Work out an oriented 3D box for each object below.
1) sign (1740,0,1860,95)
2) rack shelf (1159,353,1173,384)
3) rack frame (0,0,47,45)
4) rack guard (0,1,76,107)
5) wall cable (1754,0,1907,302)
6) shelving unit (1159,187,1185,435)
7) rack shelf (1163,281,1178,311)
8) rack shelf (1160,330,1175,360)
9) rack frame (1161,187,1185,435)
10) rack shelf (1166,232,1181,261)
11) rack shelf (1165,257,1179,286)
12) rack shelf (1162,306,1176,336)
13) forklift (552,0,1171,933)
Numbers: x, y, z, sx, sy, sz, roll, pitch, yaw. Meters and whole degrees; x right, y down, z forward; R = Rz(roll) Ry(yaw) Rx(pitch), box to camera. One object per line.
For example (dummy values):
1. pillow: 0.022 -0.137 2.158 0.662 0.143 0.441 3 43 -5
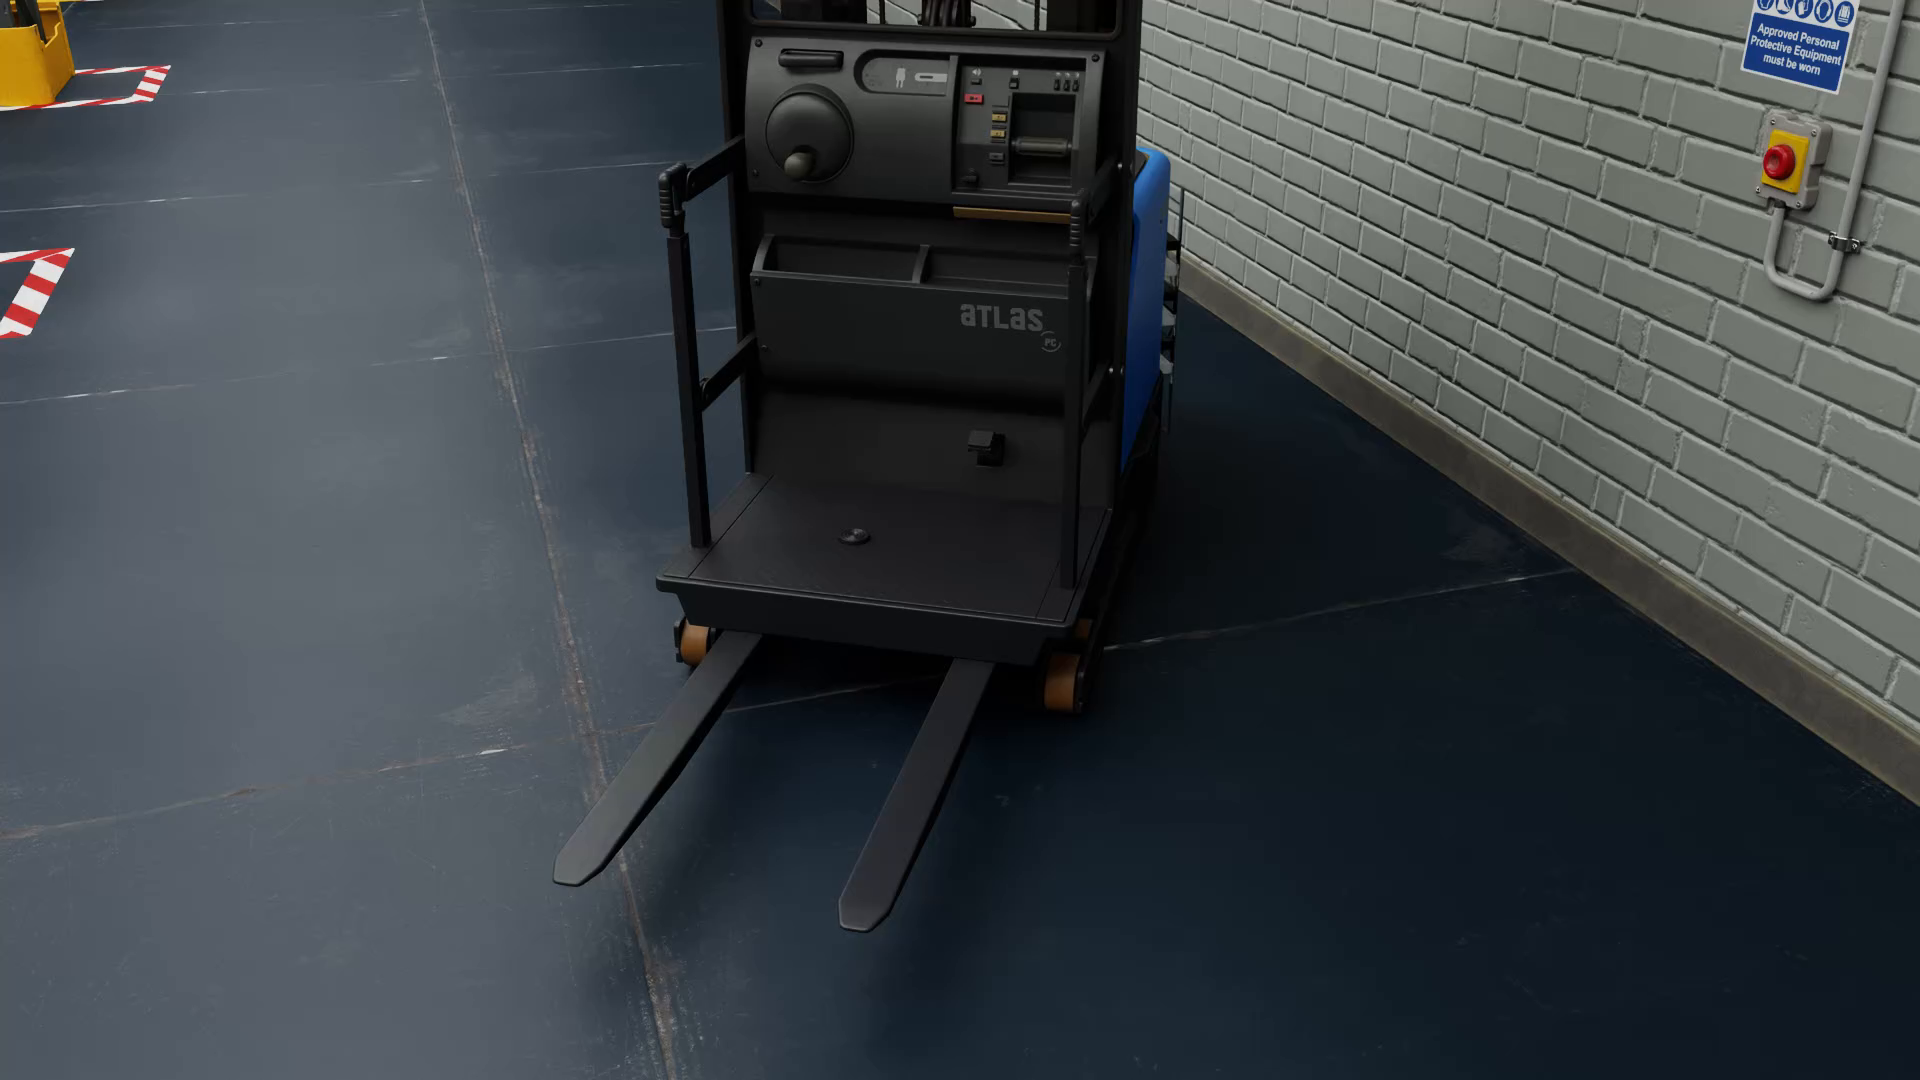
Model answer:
1. sign: 2.031 -1.221 4.032 0.001 0.218 0.327 -8 28 -16
2. rack shelf: 0.630 -0.635 5.996 0.200 0.077 0.258 -6 27 -12
3. rack frame: -6.436 -4.475 10.890 0.127 3.000 1.000 -8 28 -16
4. rack guard: -6.413 -3.358 11.453 0.348 0.500 1.175 -8 28 -16
5. wall cable: 1.987 -1.540 3.801 0.123 1.953 0.585 -8 28 -16
6. shelving unit: 0.630 -0.826 5.902 0.210 0.900 0.258 -6 27 -12
7. rack shelf: 0.630 -0.877 5.876 0.200 0.077 0.258 -6 27 -12
8. rack shelf: 0.630 -0.715 5.956 0.200 0.077 0.258 -6 27 -12
9. rack frame: 0.729 -0.836 5.923 0.006 0.900 0.240 -6 27 -12
10. rack shelf: 0.630 -1.038 5.796 0.200 0.077 0.258 -6 27 -12
11. rack shelf: 0.630 -0.957 5.836 0.200 0.077 0.258 -6 27 -12
12. rack shelf: 0.630 -0.796 5.916 0.200 0.077 0.258 -6 27 -12
13. forklift: -0.146 -1.044 4.056 1.130 2.935 3.031 6 27 12
